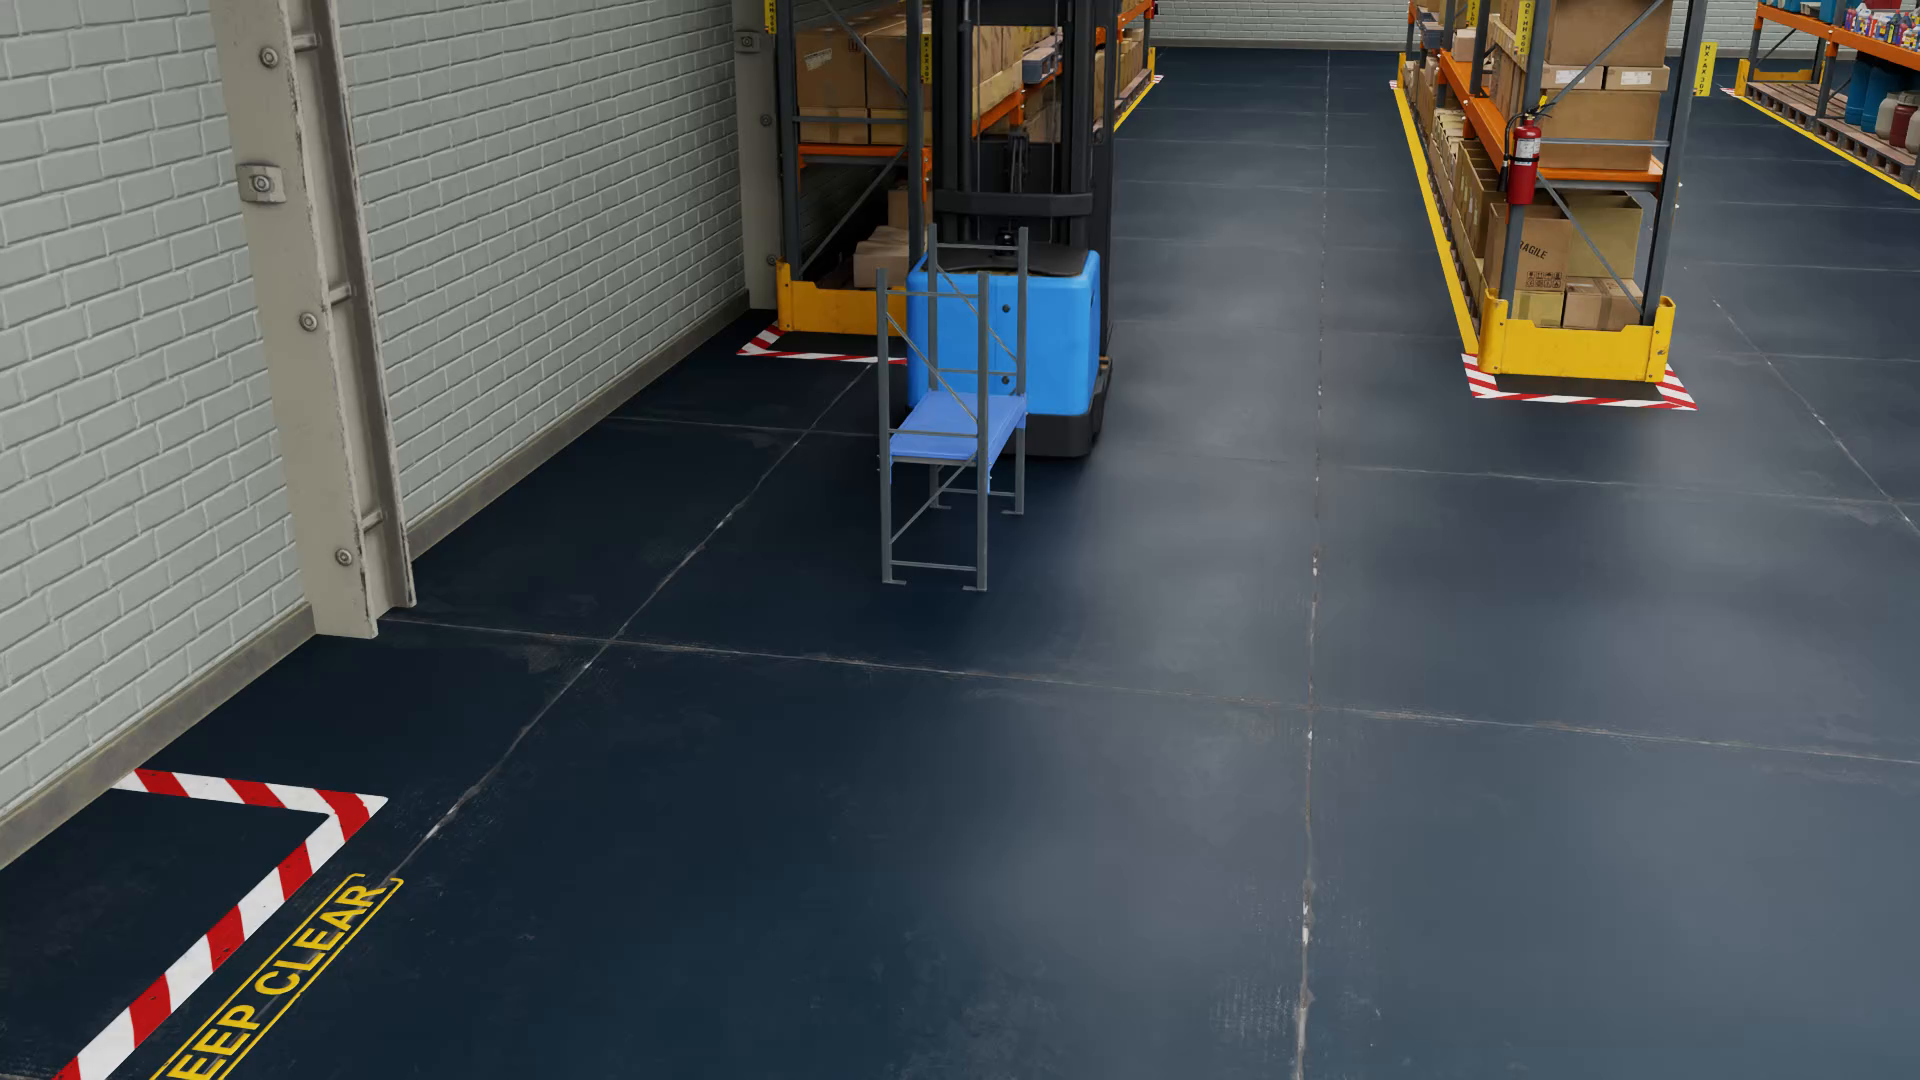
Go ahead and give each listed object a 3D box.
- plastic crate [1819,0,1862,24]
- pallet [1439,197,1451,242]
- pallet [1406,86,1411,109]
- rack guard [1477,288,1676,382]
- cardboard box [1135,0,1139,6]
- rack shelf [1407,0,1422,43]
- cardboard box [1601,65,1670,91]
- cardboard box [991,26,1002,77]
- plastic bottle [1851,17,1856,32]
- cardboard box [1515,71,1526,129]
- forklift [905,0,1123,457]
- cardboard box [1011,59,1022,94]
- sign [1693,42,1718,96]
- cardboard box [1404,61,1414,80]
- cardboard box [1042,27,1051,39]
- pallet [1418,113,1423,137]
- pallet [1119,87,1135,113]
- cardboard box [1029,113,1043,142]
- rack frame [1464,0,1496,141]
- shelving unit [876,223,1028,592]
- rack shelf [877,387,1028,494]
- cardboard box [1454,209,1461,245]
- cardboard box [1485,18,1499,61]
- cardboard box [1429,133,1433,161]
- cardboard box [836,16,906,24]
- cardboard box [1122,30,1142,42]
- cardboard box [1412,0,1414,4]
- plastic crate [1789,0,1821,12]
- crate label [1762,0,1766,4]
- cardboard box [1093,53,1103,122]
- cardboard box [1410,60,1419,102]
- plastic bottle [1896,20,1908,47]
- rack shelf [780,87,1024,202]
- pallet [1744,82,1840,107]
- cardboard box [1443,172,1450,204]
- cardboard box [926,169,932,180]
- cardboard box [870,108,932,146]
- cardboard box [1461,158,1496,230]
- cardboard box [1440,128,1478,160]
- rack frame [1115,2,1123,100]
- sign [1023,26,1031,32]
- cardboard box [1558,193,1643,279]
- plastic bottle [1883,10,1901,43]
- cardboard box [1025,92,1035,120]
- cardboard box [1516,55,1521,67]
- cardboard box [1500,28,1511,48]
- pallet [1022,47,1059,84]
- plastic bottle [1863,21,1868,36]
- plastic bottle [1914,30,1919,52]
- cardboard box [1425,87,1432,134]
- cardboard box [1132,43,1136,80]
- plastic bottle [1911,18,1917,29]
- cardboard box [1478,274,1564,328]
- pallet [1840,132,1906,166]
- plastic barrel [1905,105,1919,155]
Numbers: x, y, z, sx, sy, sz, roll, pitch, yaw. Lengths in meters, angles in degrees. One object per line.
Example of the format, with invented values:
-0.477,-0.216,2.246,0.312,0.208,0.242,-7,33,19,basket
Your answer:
11.154,-6.766,21.078,0.392,0.384,0.575,4,22,11,plastic crate
5.024,-2.981,15.472,1.003,0.211,1.213,4,22,11,pallet
6.932,-6.332,23.795,1.003,0.211,1.213,4,22,11,pallet
4.091,-1.371,11.087,1.175,0.500,0.348,4,22,11,rack guard
2.114,-8.173,24.231,0.980,0.700,0.700,3,22,8,cardboard box
6.952,-7.325,23.490,1.077,0.370,4.000,4,22,11,rack shelf
4.386,-3.013,10.818,0.380,0.149,0.250,4,22,11,cardboard box
0.058,-4.103,13.695,0.500,0.500,0.500,4,22,9,cardboard box
10.867,-6.262,20.154,0.097,0.201,0.097,0,22,0,plastic bottle
4.413,-3.129,11.973,0.700,0.500,0.500,5,22,11,cardboard box
0.410,-2.340,10.240,1.130,2.935,3.031,3,22,8,forklift
0.261,-4.121,14.746,0.500,0.250,0.500,5,22,11,cardboard box
4.638,-2.933,10.355,0.100,0.325,0.005,4,22,11,sign
6.870,-6.959,24.709,0.500,0.250,0.500,4,22,11,cardboard box
0.559,-5.461,17.176,0.700,0.500,0.500,4,22,11,cardboard box
6.415,-5.334,21.314,1.003,0.211,1.213,4,22,11,pallet
1.926,-6.282,23.670,1.003,0.211,1.213,4,22,11,pallet
0.489,-4.255,17.660,0.700,0.500,0.500,4,22,11,cardboard box
4.912,-4.002,14.274,1.000,3.000,0.127,4,22,11,rack frame
-0.017,-0.664,7.996,0.538,1.500,1.048,4,22,11,shelving unit
-0.017,-0.498,8.063,0.538,0.185,1.000,4,22,11,rack shelf
4.413,-2.592,13.893,0.500,0.250,0.500,4,22,11,cardboard box
5.294,-4.704,15.883,0.500,0.500,0.500,4,22,11,cardboard box
5.333,-4.215,17.922,0.500,0.250,0.500,4,22,11,cardboard box
-0.653,-3.764,12.854,0.500,0.500,0.500,4,22,9,cardboard box
2.566,-7.685,25.335,0.380,0.149,0.250,5,22,12,cardboard box
6.911,-8.105,24.330,0.500,0.500,0.500,4,22,10,cardboard box
11.506,-7.305,22.621,0.416,0.233,0.300,4,22,11,plastic crate
11.836,-7.896,24.089,0.416,0.233,0.303,4,22,11,crate label
1.341,-5.617,20.601,0.750,0.750,0.750,4,22,11,cardboard box
6.383,-6.202,22.495,0.500,0.500,0.500,4,22,11,cardboard box
10.474,-5.630,18.474,0.061,0.283,0.133,4,22,11,plastic bottle
-0.347,-3.313,13.527,1.077,0.370,4.000,4,22,11,rack shelf
12.002,-6.419,24.010,1.003,0.211,1.213,4,22,11,pallet
4.817,-3.280,15.600,0.500,0.250,0.500,4,22,10,cardboard box
-0.111,-3.040,14.643,0.500,0.500,0.500,3,22,7,cardboard box
-0.344,-3.009,11.984,0.500,0.250,0.500,4,22,9,cardboard box
4.307,-2.757,13.300,0.500,0.500,0.500,4,22,11,cardboard box
5.024,-3.908,16.409,0.500,0.311,0.500,4,22,10,cardboard box
1.694,-7.304,22.473,1.000,3.000,0.127,4,22,11,rack frame
0.594,-4.741,14.951,0.100,0.325,0.005,4,22,11,sign
4.523,-2.168,11.837,0.500,0.500,0.500,4,22,11,cardboard box
10.613,-5.833,18.887,0.144,0.351,0.185,4,22,11,plastic bottle
0.504,-4.574,17.448,0.500,0.250,0.500,4,22,11,cardboard box
4.250,-3.514,12.061,0.380,0.149,0.250,5,22,12,cardboard box
4.513,-3.983,13.226,0.380,0.149,0.250,4,22,10,cardboard box
0.360,-4.557,15.911,1.003,0.211,1.213,4,22,11,pallet
10.760,-6.071,19.678,0.097,0.201,0.097,0,22,0,plastic bottle
10.369,-5.403,17.926,0.097,0.271,0.097,0,22,0,plastic bottle
5.795,-5.058,19.655,0.500,0.500,0.500,4,22,9,cardboard box
2.261,-7.171,24.928,0.700,0.500,0.500,4,22,9,cardboard box
10.653,-5.687,18.614,0.061,0.283,0.133,4,22,11,plastic bottle
3.916,-1.677,11.620,0.500,0.250,0.500,4,22,11,cardboard box
10.947,-4.528,19.315,1.003,0.211,1.213,4,22,11,pallet
10.687,-4.520,18.329,0.421,0.512,0.421,0,22,0,plastic barrel
